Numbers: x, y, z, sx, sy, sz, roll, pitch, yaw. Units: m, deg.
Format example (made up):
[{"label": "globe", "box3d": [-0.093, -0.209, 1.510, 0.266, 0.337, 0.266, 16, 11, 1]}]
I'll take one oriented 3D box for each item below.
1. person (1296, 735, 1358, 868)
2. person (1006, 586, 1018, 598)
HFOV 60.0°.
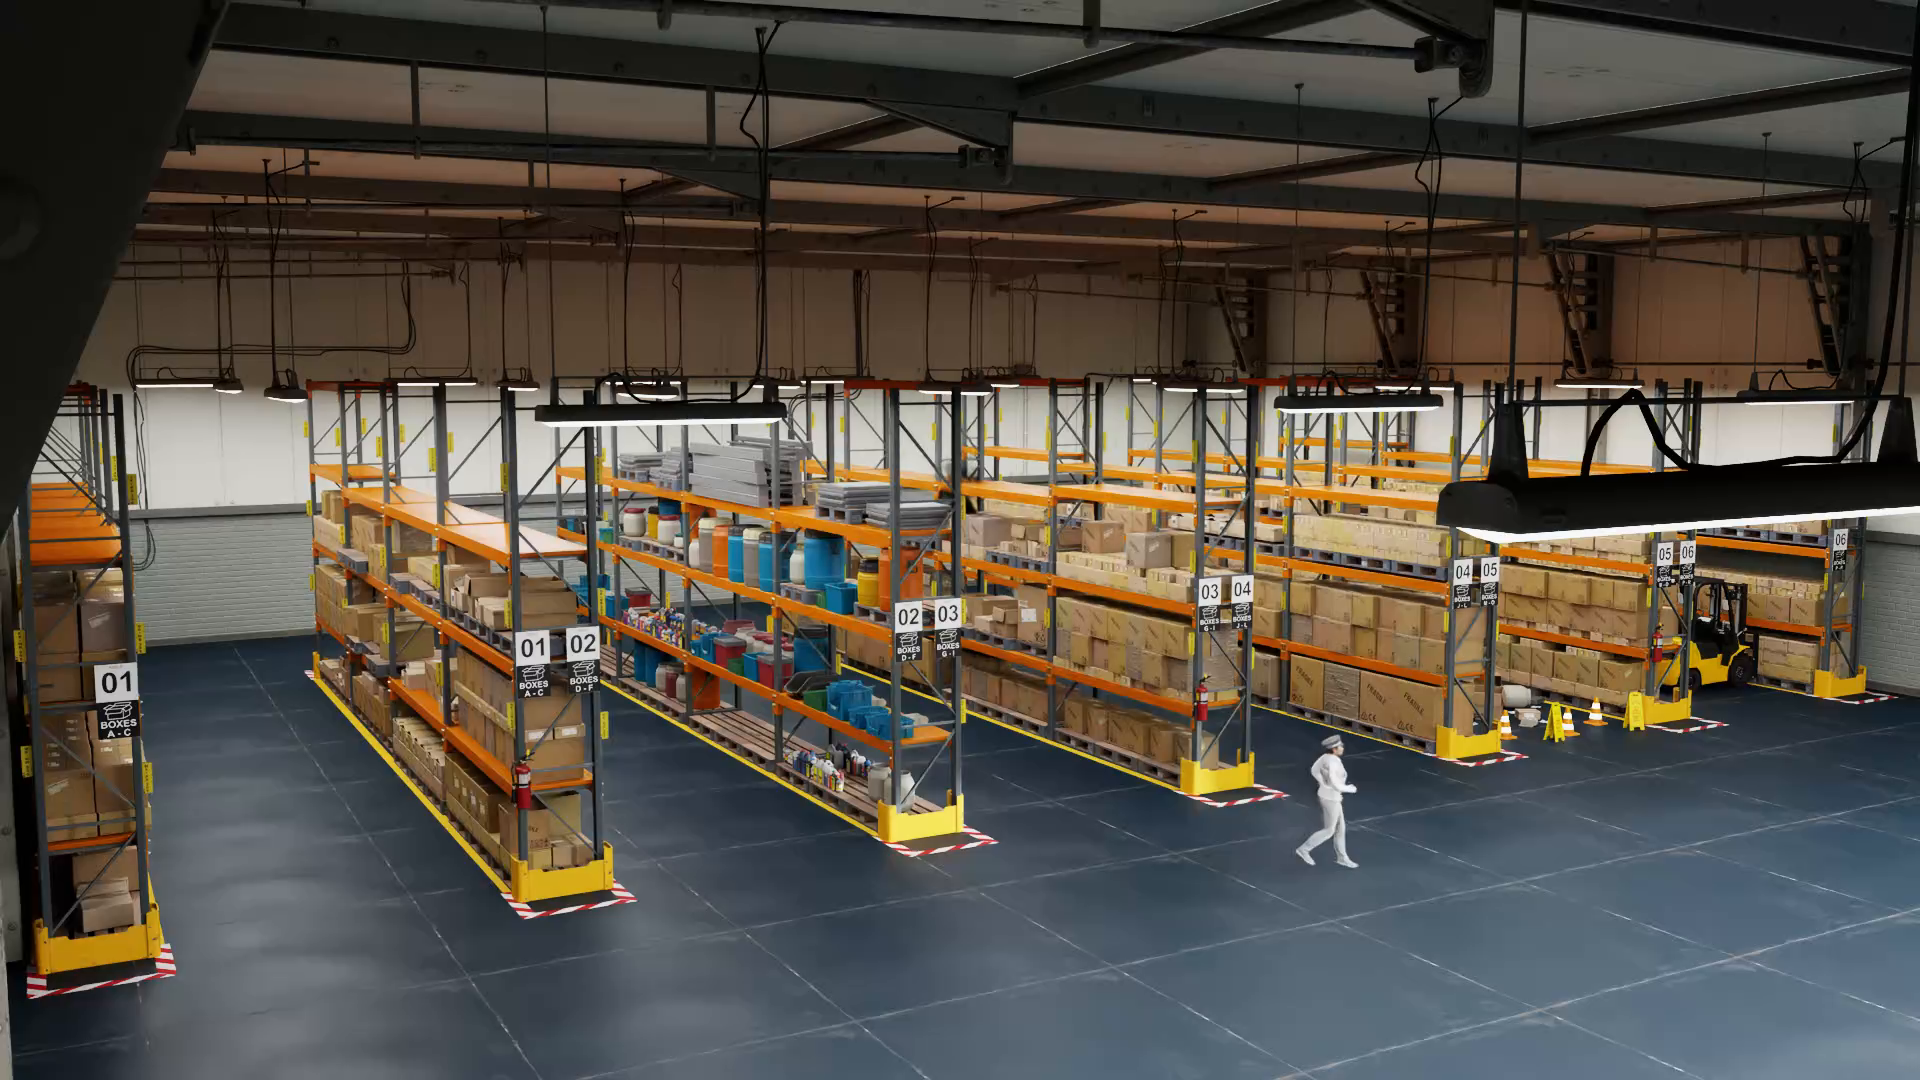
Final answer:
[{"label": "person", "box3d": [4.612, 3.280, 20.839, 0.818, 1.715, 0.638, 0, 6, 0]}, {"label": "person", "box3d": [1.447, 0.899, 42.993, 0.670, 1.747, 0.699, -3, 7, -23]}]
